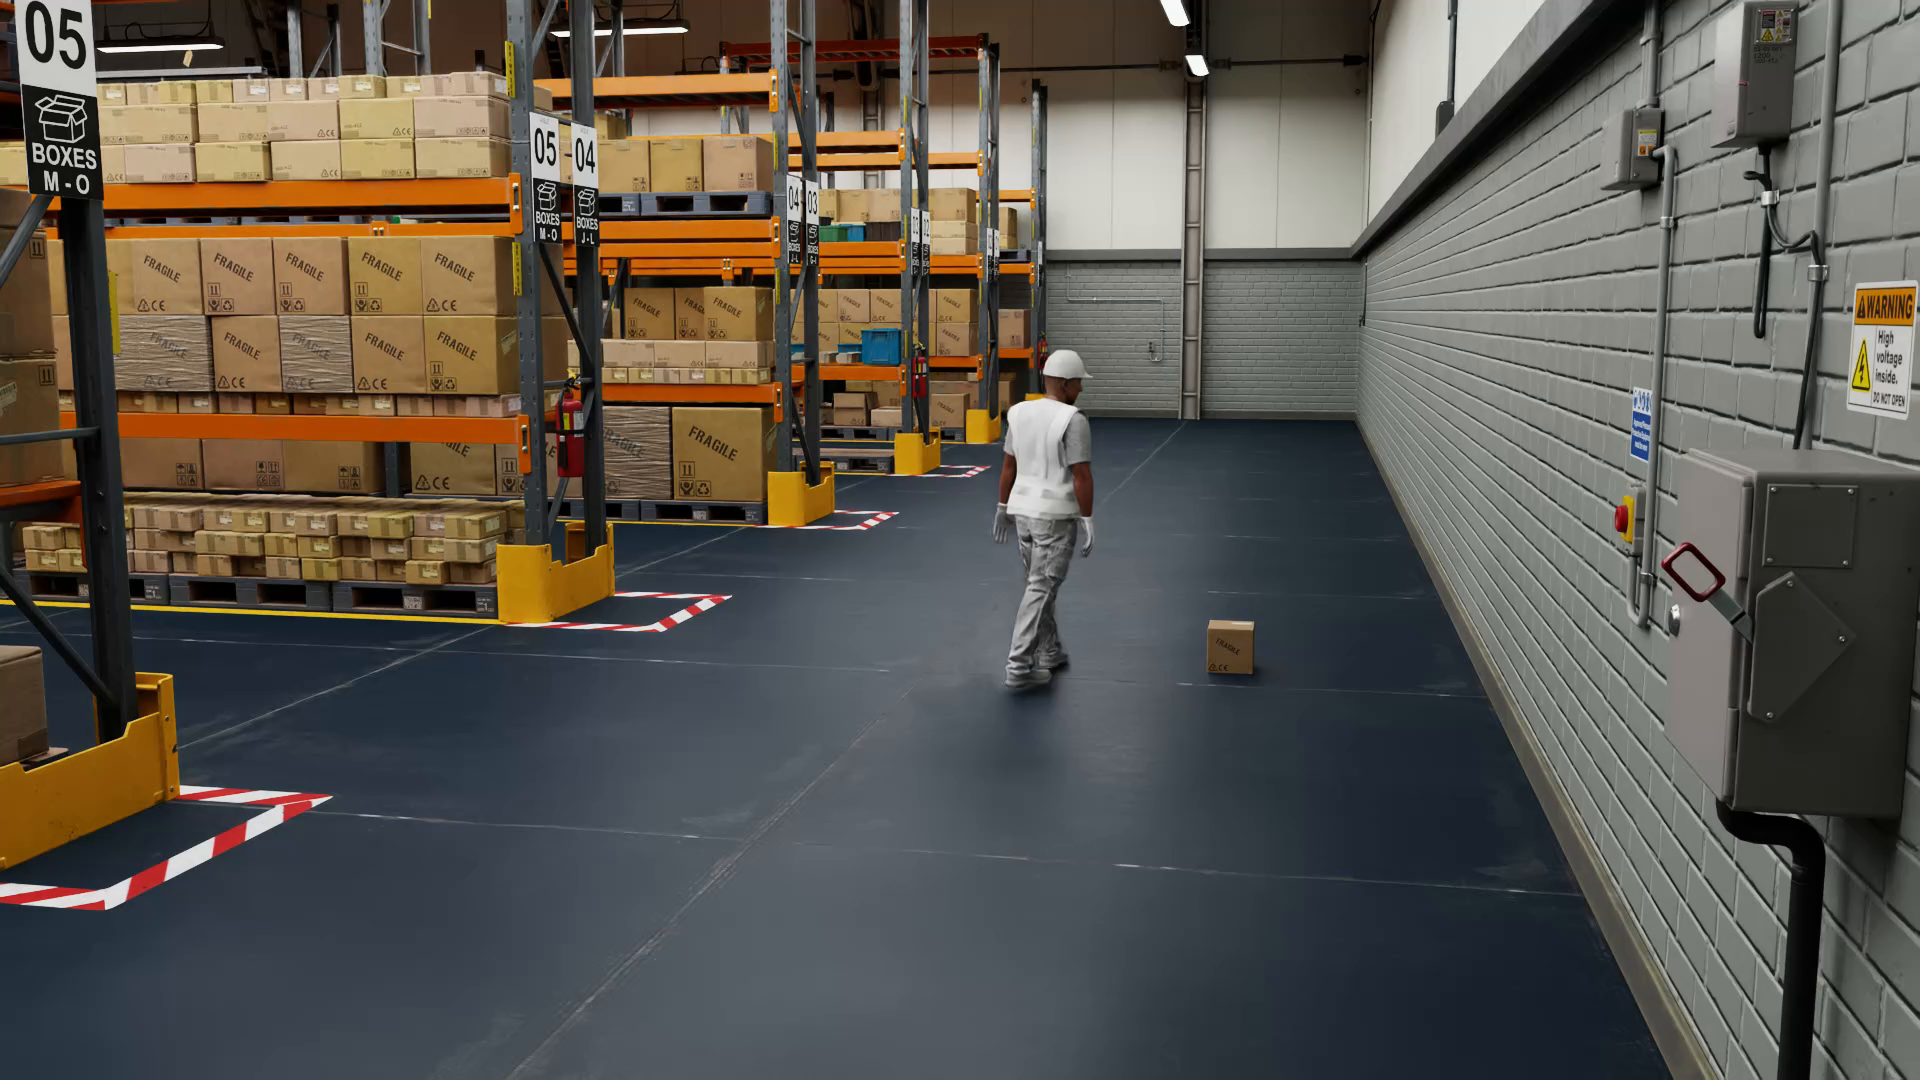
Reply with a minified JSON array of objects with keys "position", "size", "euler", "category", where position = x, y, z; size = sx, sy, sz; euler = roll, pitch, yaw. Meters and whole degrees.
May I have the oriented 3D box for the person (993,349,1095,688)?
[{"position":[0.491,-0.133,8.857],"size":[0.767,1.753,0.643],"euler":[-7,10,-40],"category":"person"}]
